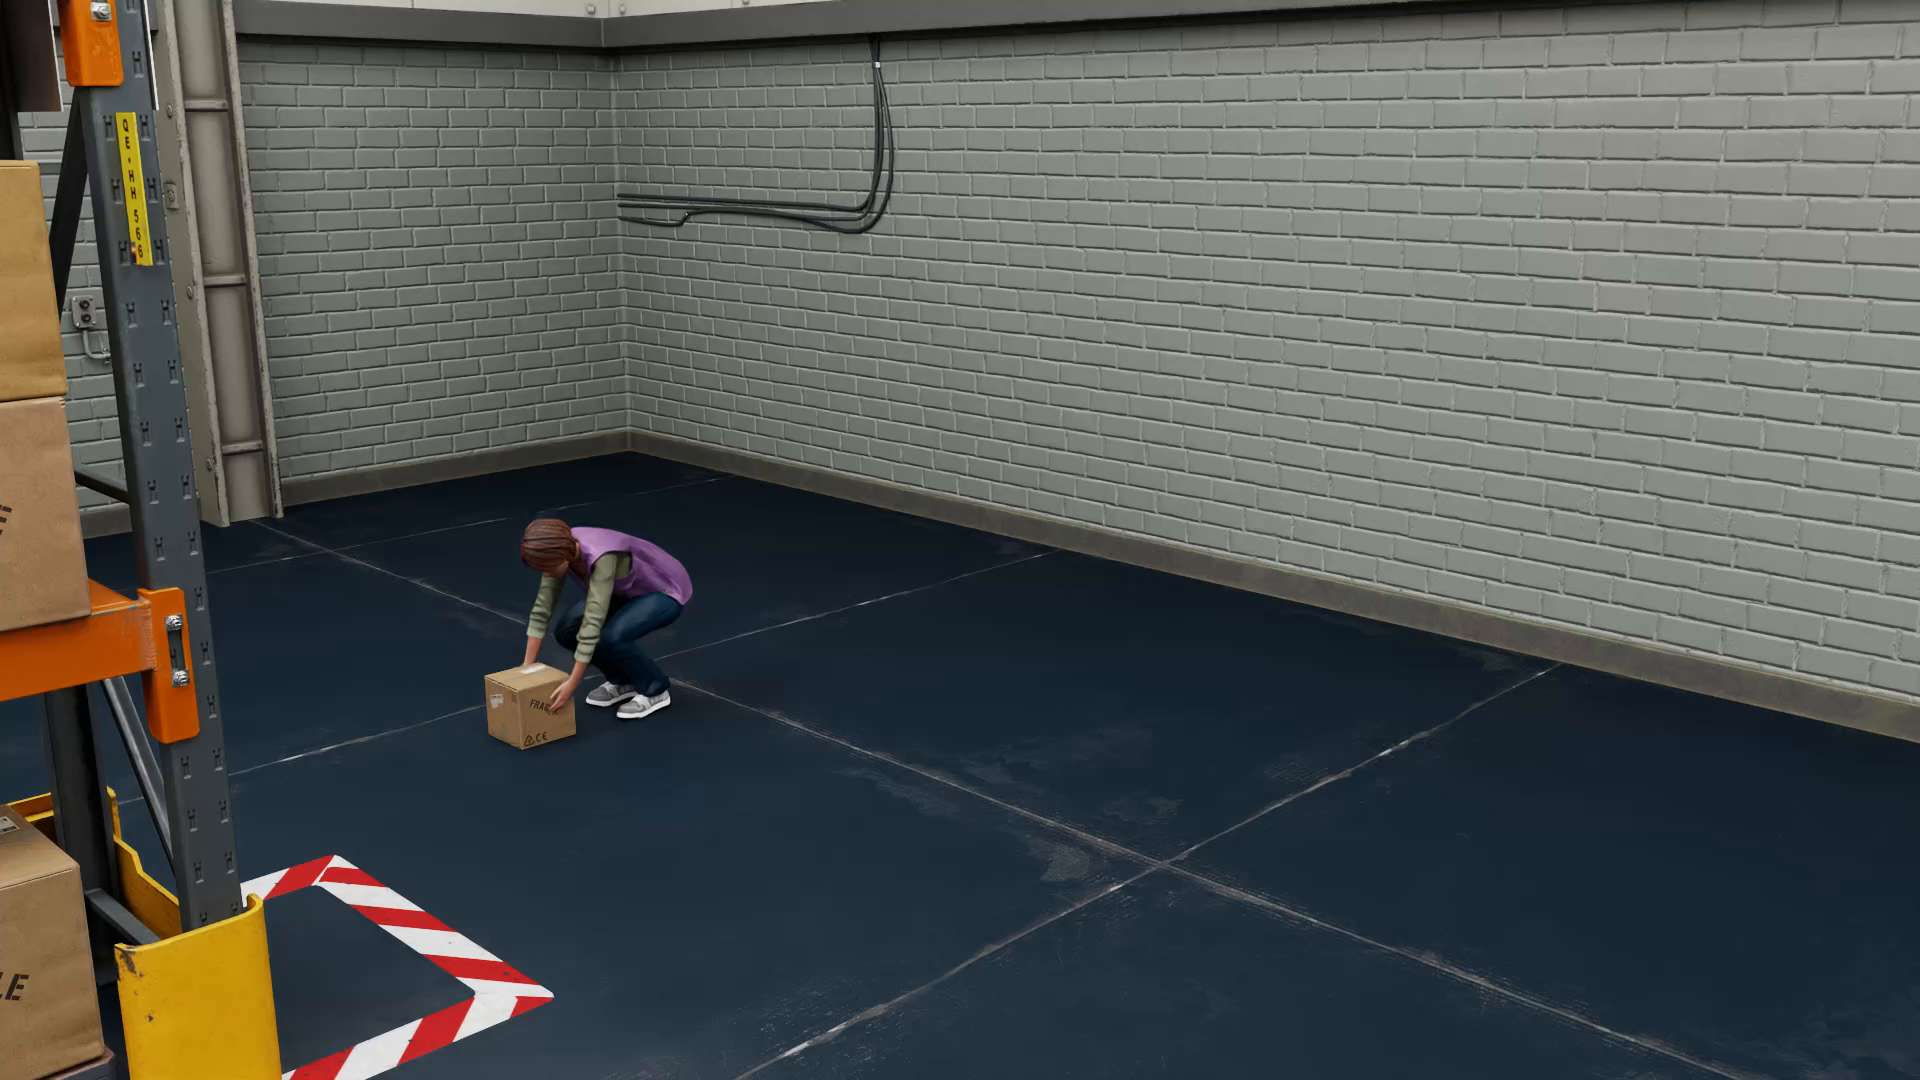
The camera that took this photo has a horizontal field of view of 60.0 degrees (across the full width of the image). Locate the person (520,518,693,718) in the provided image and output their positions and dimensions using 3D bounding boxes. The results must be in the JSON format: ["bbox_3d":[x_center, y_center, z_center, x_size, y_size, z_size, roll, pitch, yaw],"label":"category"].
[{"bbox_3d":[-1.445,0.298,6.815,0.444,0.878,0.795,13,19,42],"label":"person"}]
